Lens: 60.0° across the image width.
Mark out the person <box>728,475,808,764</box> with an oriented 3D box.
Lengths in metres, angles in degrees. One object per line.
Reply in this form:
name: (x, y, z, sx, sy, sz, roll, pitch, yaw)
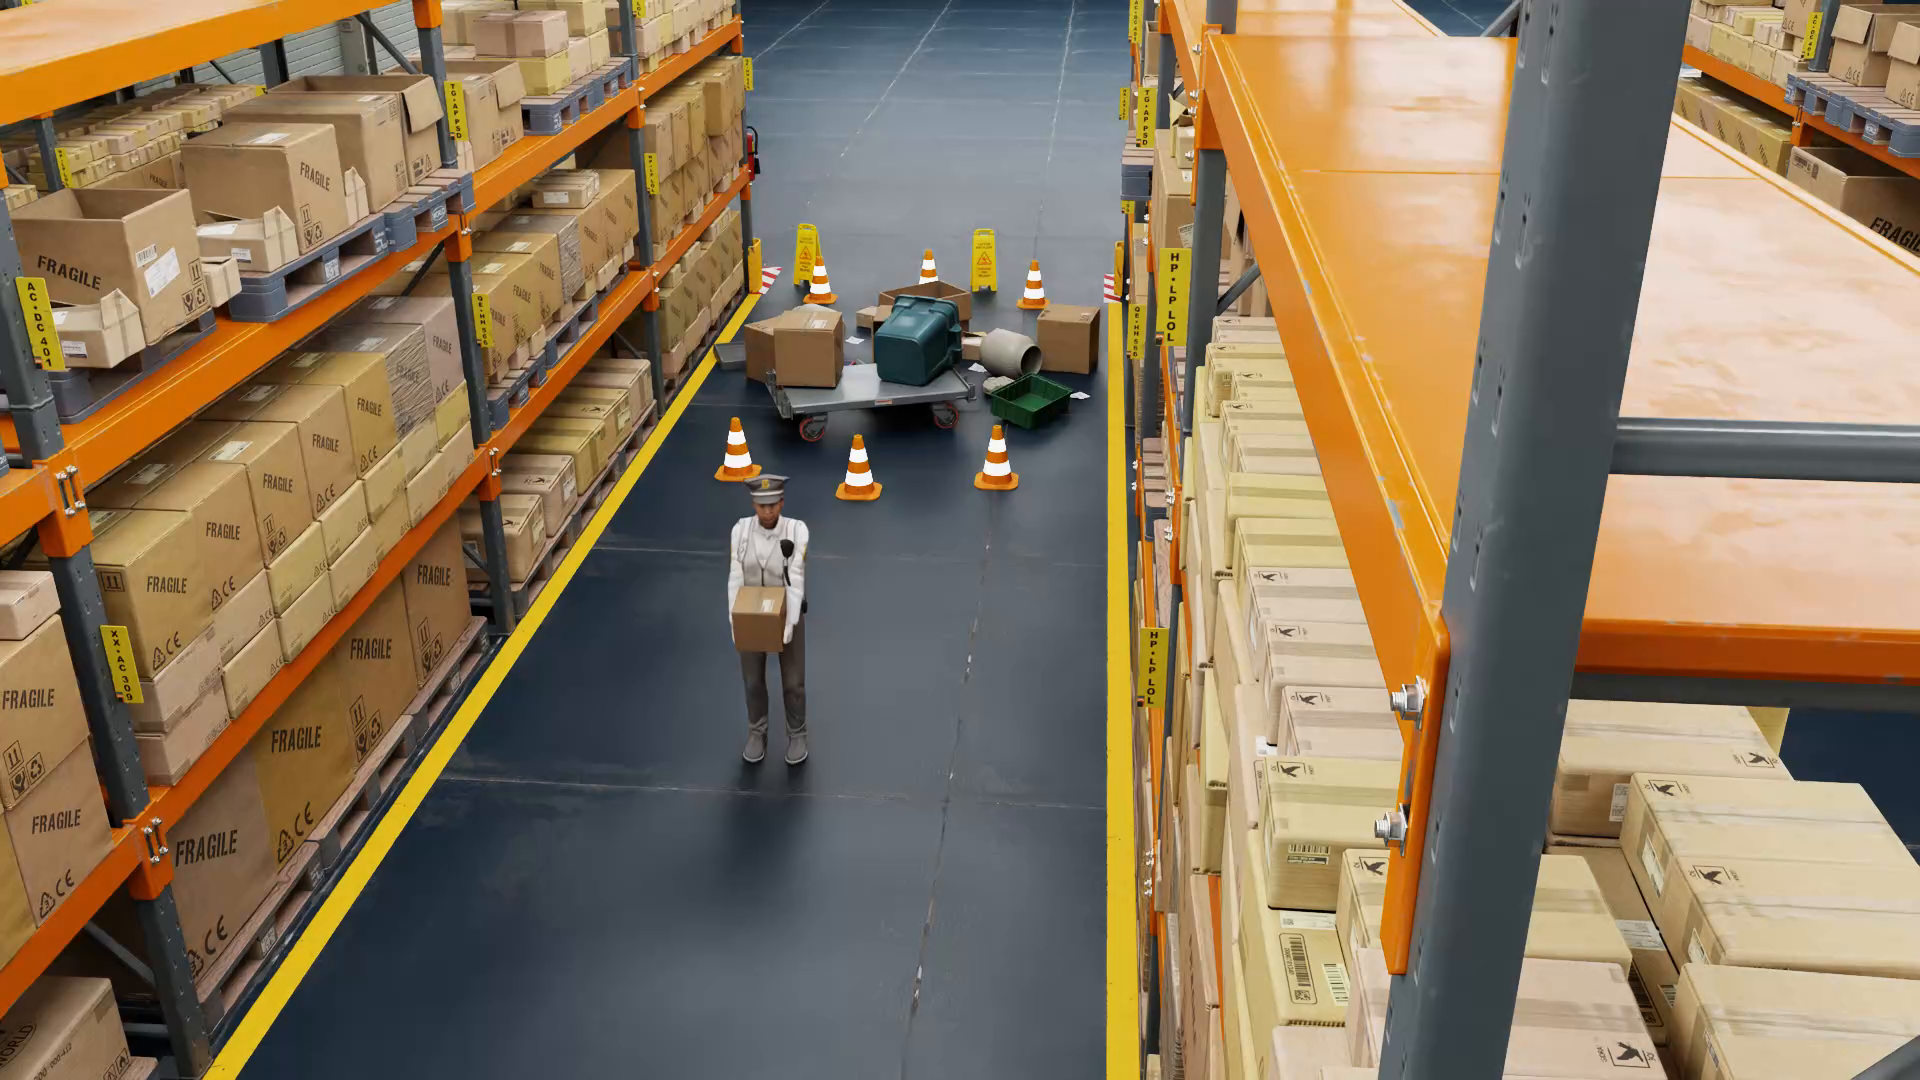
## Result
person: (-1.025, 0.457, 8.974, 0.416, 1.691, 0.523, 2, 25, 3)
